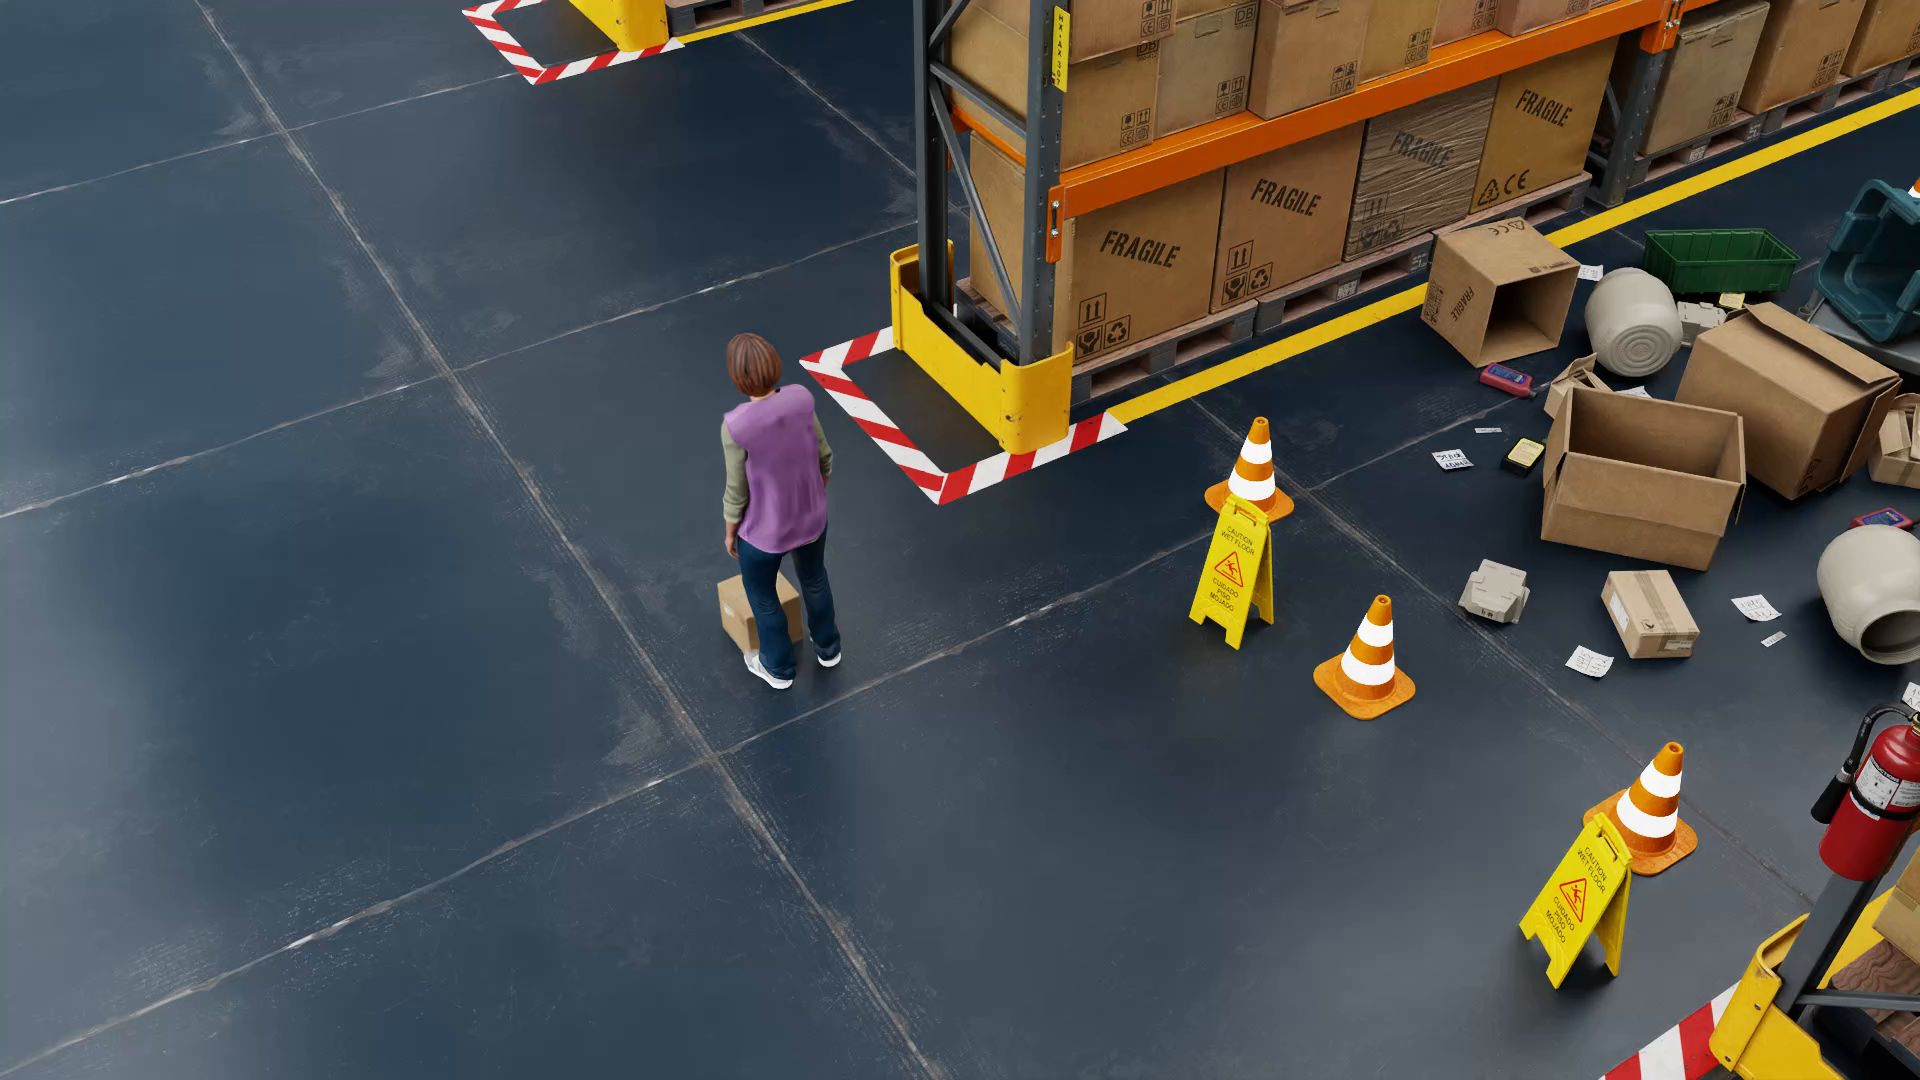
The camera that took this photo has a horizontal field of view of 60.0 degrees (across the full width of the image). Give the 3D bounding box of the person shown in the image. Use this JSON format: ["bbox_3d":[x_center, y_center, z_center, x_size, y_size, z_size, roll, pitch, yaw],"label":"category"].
[{"bbox_3d":[-0.666,-0.009,6.280,0.457,1.326,0.290,-25,47,-25],"label":"person"}]
